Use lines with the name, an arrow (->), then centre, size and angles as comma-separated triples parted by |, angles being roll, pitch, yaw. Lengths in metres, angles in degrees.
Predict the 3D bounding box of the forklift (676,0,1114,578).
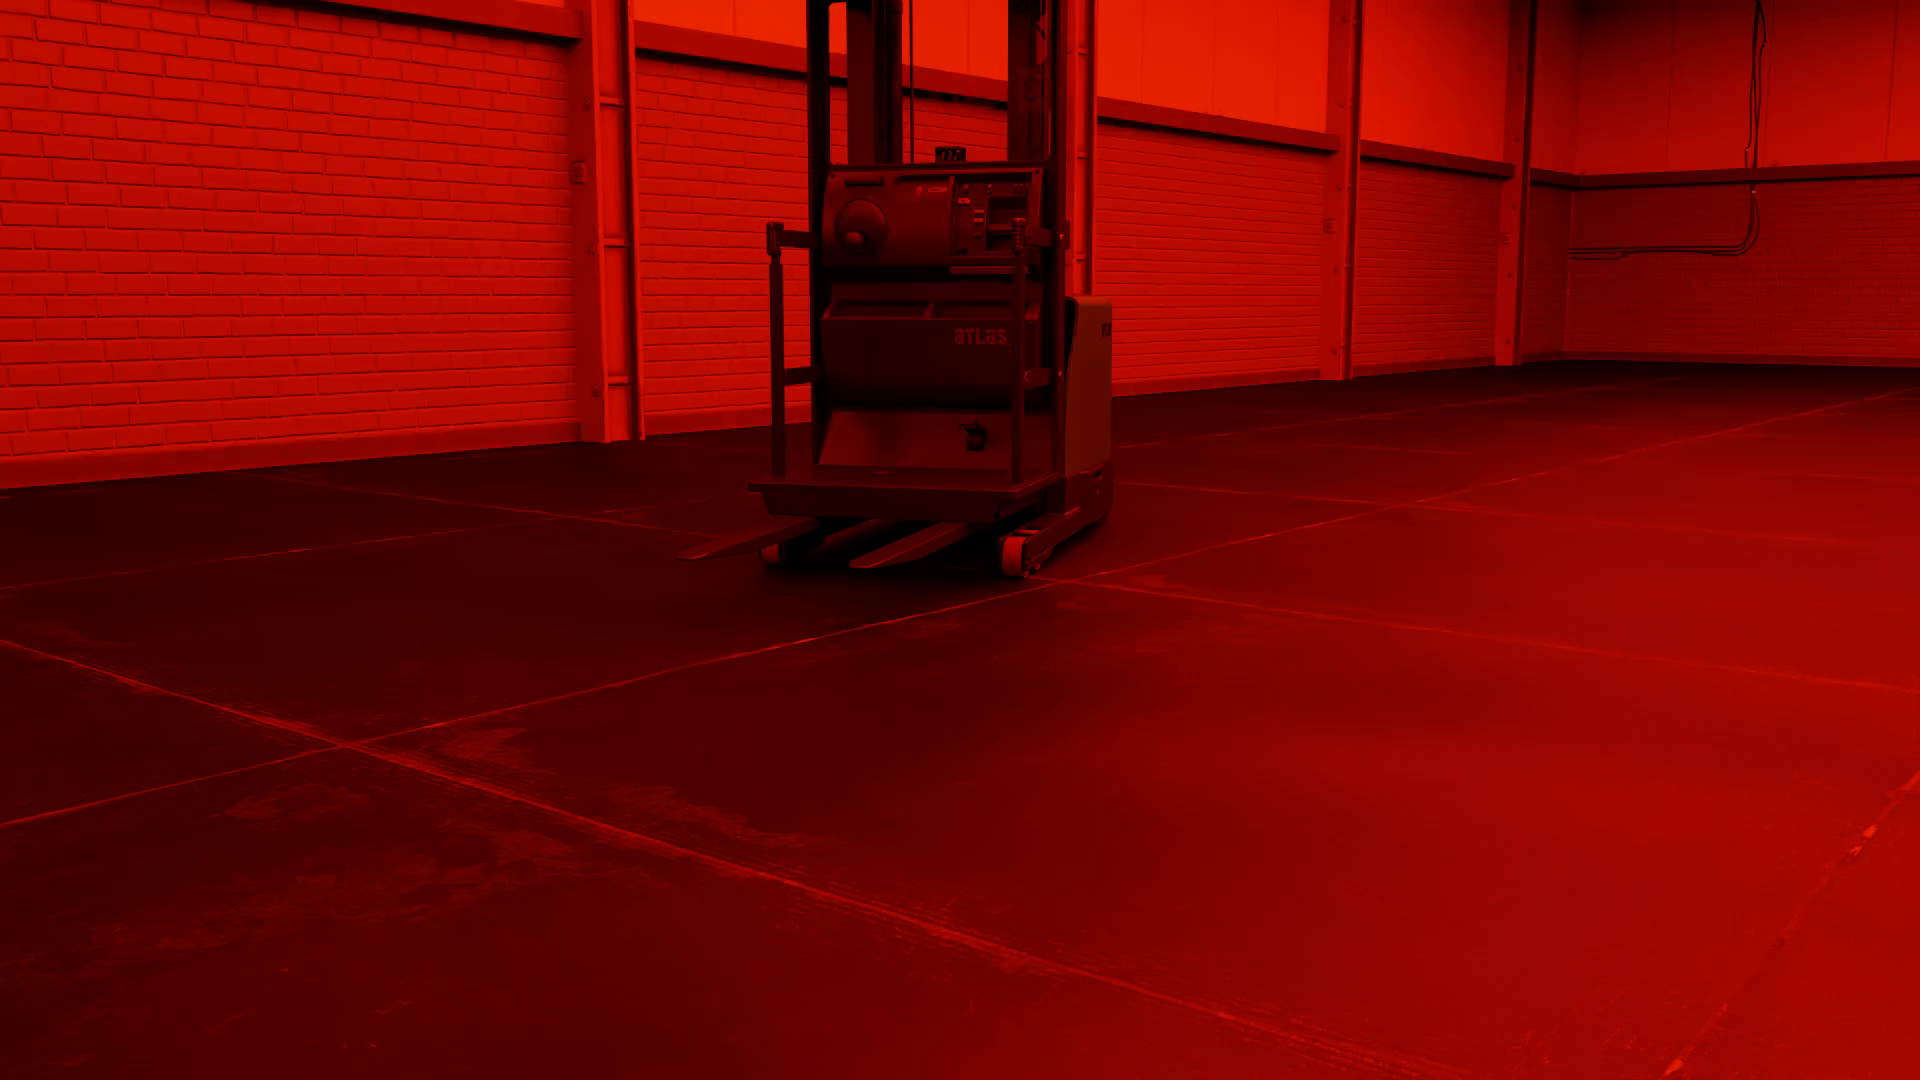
forklift -> -0.176, -1.366, 6.616 | 1.130, 2.935, 3.031 | 3, 9, 17
